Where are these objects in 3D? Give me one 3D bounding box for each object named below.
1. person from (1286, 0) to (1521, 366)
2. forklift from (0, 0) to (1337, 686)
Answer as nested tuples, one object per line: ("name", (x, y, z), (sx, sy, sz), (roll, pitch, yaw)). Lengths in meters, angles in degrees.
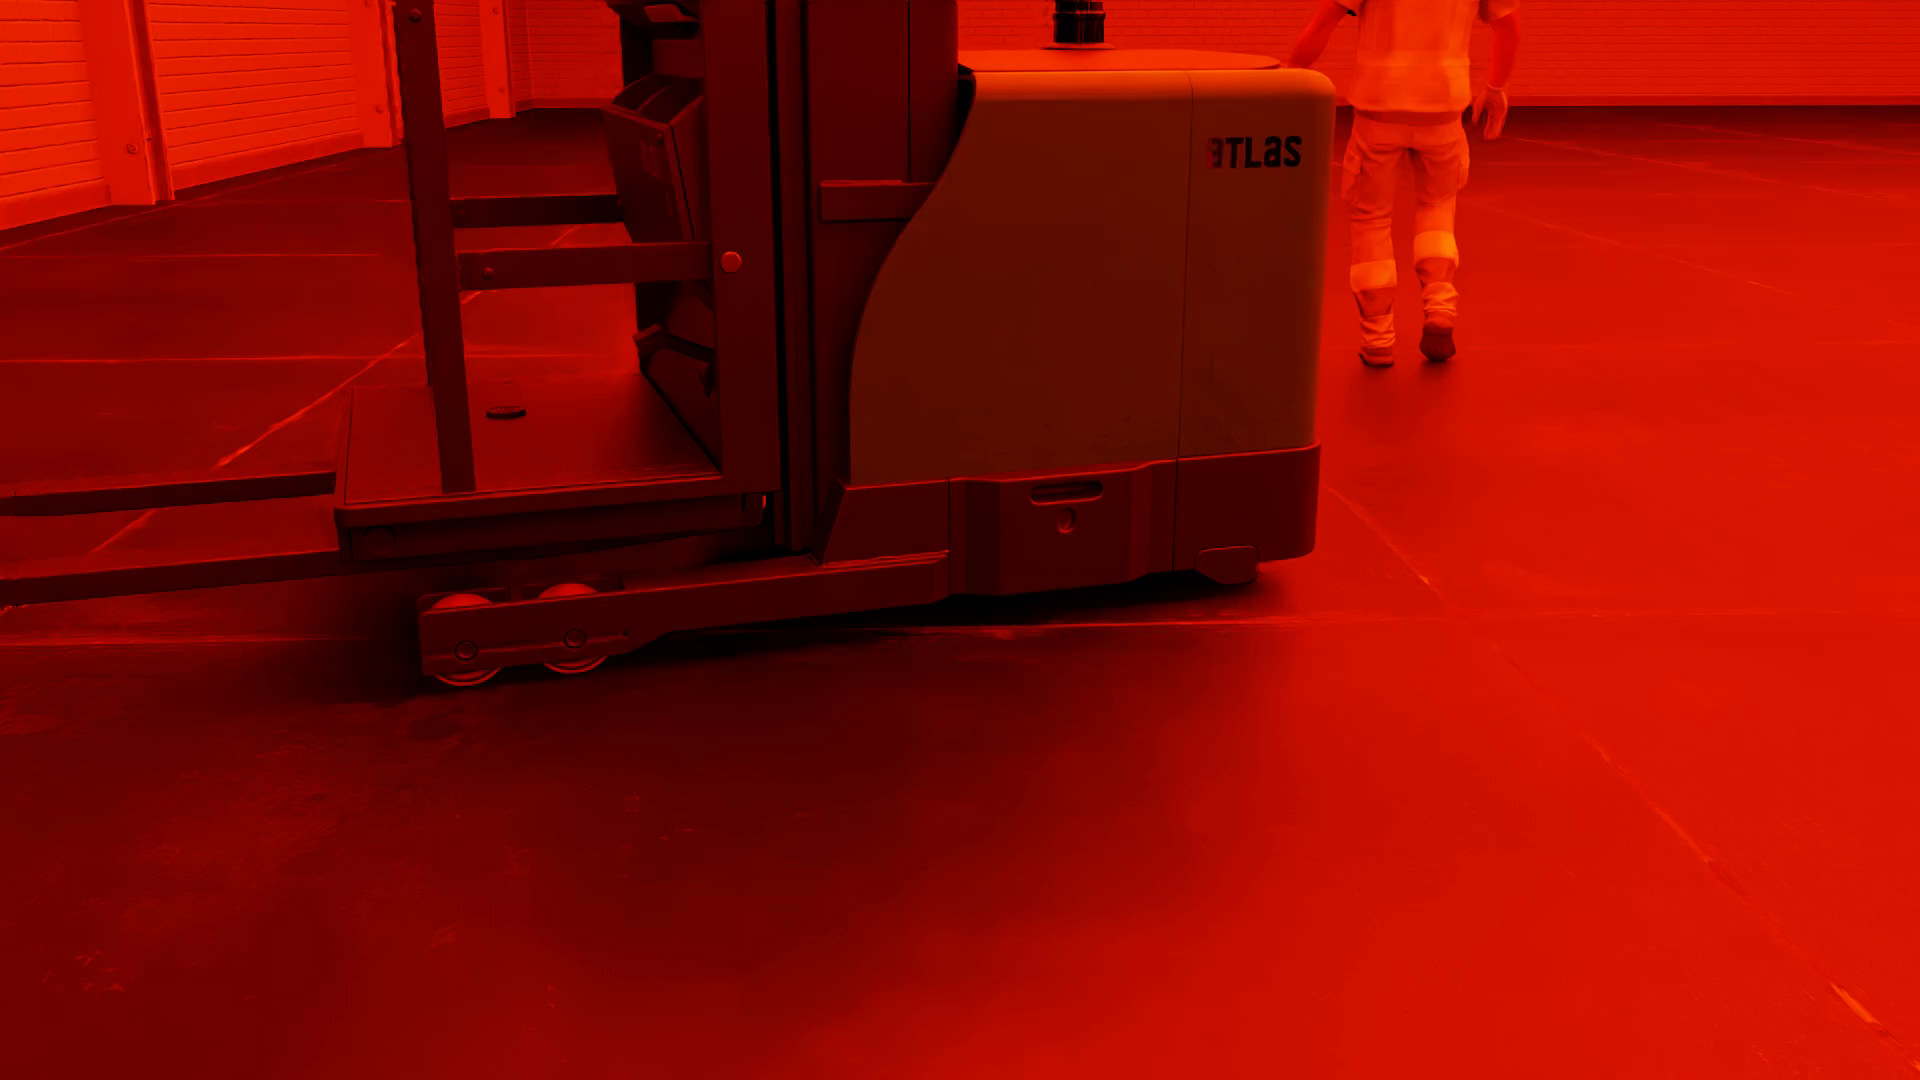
("person", (1.512, -1.493, 5.826), (0.838, 1.773, 0.483), (2, 17, 7))
("forklift", (-0.802, -1.307, 3.181), (3.031, 2.935, 1.130), (-6, 18, -18))
